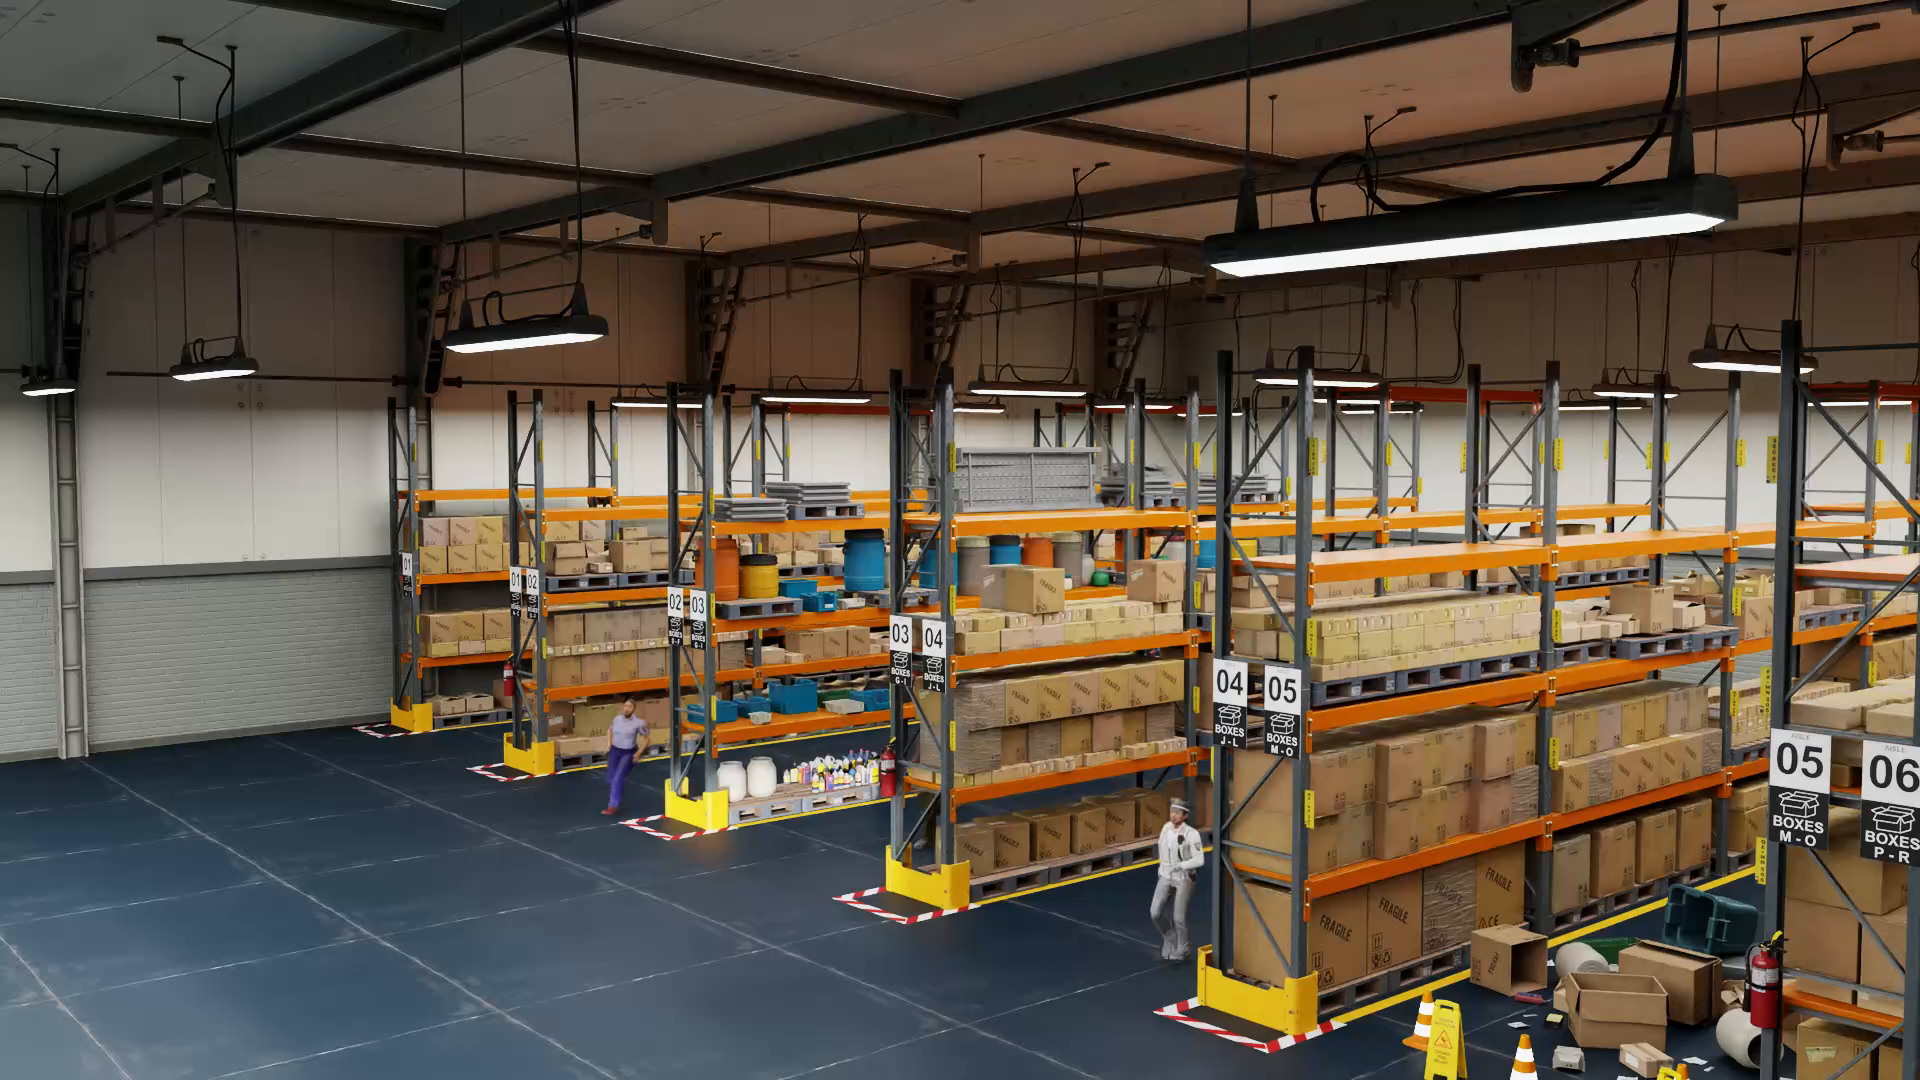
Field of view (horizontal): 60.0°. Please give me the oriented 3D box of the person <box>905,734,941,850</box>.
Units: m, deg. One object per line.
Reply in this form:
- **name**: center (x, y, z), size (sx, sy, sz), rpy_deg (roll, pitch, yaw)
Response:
- **person**: center (-0.297, 3.045, 21.397), size (0.720, 1.753, 0.878), rpy_deg (3, 4, 38)

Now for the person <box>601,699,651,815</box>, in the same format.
- **person**: center (-4.676, 3.017, 23.306), size (0.654, 1.582, 0.666), rpy_deg (1, 3, 15)

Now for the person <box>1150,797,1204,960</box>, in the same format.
- **person**: center (2.117, 3.369, 16.499), size (0.624, 1.659, 0.600), rpy_deg (3, 4, 39)
